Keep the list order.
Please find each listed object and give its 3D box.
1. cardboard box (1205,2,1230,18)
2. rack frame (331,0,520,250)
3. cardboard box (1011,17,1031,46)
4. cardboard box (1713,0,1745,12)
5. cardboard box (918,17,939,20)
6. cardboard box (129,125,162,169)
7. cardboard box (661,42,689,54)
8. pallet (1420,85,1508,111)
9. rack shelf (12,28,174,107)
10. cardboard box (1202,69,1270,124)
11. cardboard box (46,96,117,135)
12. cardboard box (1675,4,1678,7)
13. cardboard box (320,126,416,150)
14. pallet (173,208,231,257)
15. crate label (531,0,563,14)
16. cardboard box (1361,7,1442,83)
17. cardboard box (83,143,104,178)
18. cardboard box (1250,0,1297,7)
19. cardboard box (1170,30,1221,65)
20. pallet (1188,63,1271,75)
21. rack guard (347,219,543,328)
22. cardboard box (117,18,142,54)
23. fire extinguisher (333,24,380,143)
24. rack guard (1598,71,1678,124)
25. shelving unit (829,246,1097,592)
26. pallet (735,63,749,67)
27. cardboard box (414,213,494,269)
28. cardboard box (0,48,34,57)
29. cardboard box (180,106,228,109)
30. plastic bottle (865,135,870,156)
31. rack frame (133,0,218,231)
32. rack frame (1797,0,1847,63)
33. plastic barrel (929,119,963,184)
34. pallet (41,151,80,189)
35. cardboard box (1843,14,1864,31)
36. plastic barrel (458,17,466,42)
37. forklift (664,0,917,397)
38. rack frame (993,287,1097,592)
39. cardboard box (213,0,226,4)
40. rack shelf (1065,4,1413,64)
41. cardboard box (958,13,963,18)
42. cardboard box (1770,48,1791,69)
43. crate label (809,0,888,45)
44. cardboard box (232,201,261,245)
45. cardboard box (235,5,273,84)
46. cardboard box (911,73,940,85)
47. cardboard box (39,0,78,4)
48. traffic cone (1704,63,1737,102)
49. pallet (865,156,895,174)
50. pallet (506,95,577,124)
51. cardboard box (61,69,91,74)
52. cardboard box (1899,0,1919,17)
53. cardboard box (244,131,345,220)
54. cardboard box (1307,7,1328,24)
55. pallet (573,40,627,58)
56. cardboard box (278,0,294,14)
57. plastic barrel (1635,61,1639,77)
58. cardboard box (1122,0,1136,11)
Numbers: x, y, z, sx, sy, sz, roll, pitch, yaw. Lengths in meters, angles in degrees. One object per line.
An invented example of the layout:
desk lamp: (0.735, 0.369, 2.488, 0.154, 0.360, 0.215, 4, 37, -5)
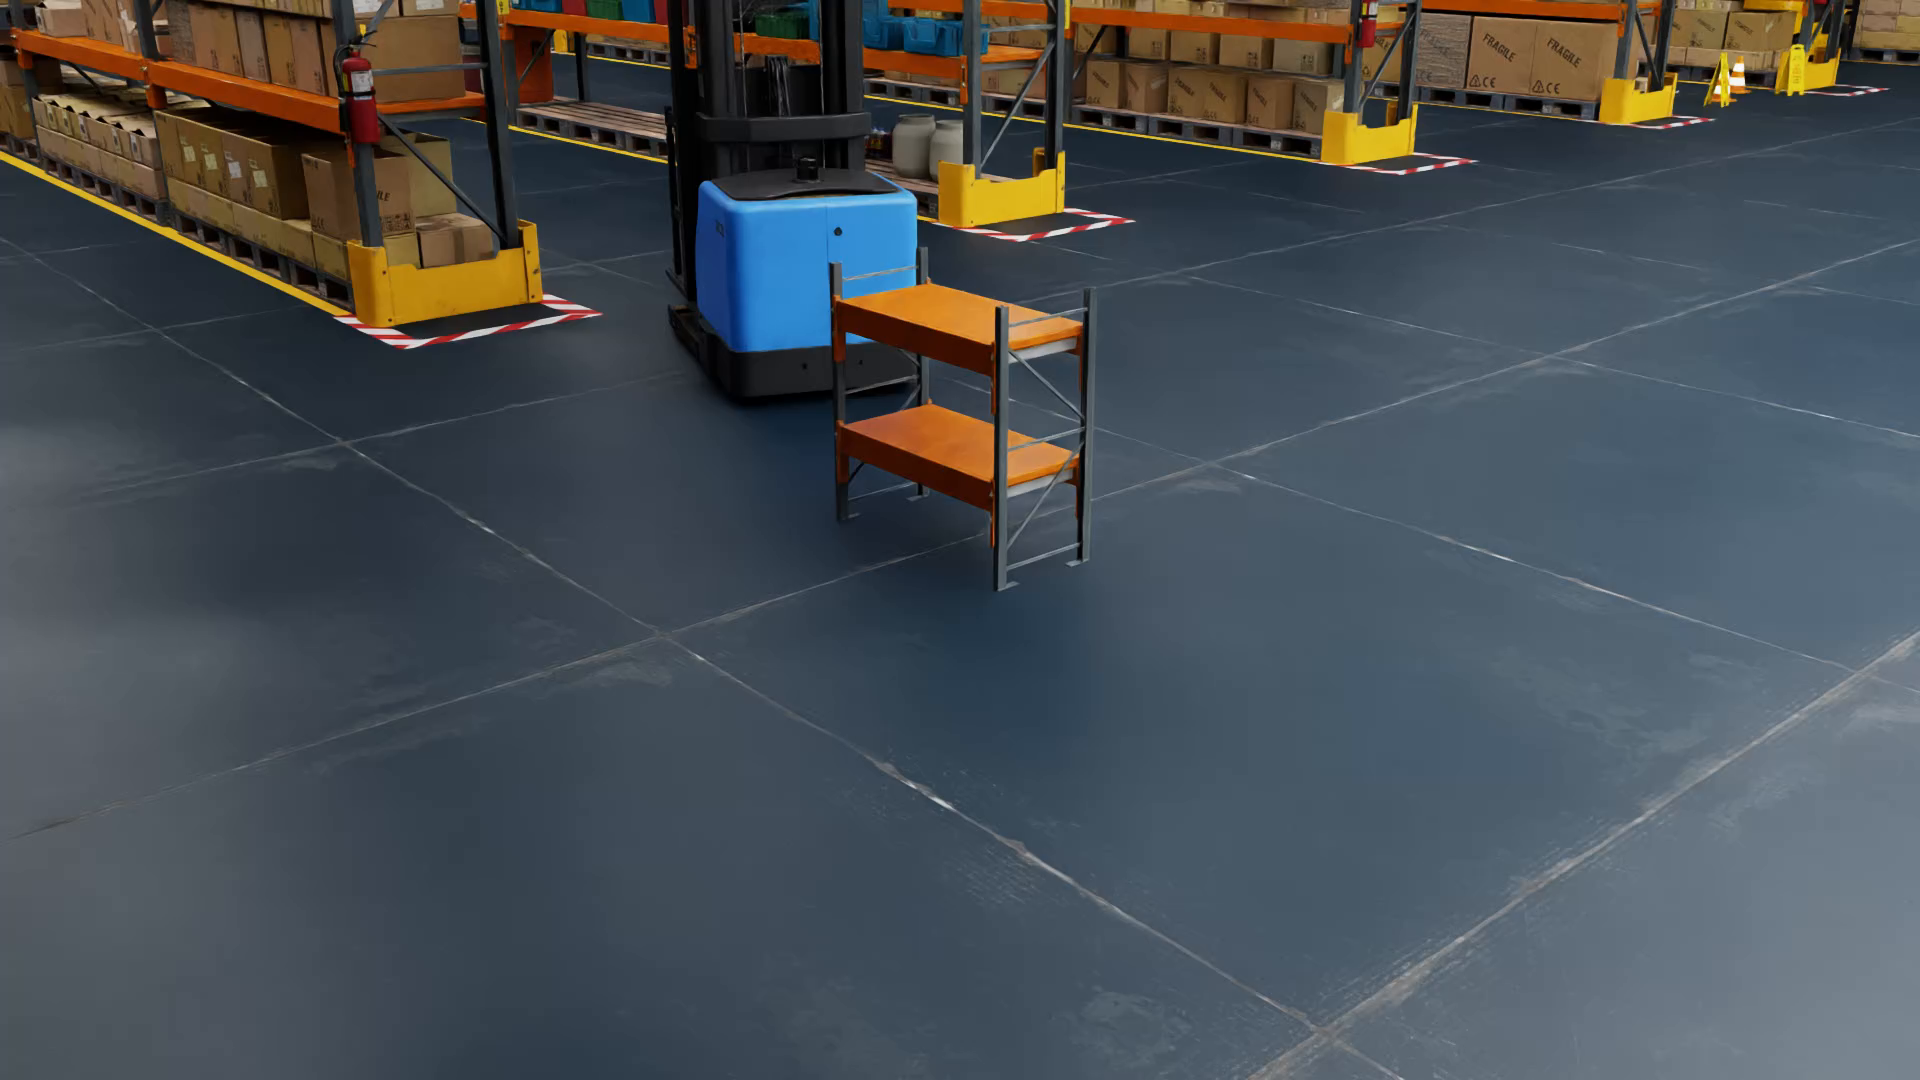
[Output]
cardboard box: (2.789, -5.562, 17.416, 0.380, 0.149, 0.250, -17, 27, -37)
rack frame: (-3.317, -2.903, 10.282, 1.000, 3.000, 0.127, -17, 27, -37)
cardboard box: (1.161, -8.205, 26.672, 0.500, 0.500, 0.500, -17, 27, -37)
cardboard box: (10.687, -7.430, 23.118, 0.380, 0.149, 0.250, -16, 27, -36)
cardboard box: (-0.571, -6.682, 21.728, 0.500, 0.250, 0.500, -16, 27, -35)
cardboard box: (-6.409, -3.228, 13.538, 0.500, 0.311, 0.500, -17, 27, -37)
cardboard box: (-4.013, -7.983, 25.590, 0.875, 0.875, 0.875, -17, 27, -37)
pallet: (6.641, -5.653, 21.129, 1.003, 0.211, 1.213, -17, 27, -37)
rack shelf: (-7.233, -4.225, 14.646, 1.077, 0.370, 4.000, -17, 27, -37)
cardboard box: (2.985, -4.802, 17.984, 0.500, 0.500, 0.500, -14, 26, -33)
cardboard box: (-8.070, -3.932, 15.334, 0.500, 0.311, 0.500, -18, 28, -39)
cardboard box: (10.344, -7.608, 24.462, 0.500, 0.500, 0.500, -16, 26, -35)
cardboard box: (-4.162, -2.641, 11.780, 0.500, 0.500, 0.500, -17, 27, -37)
pallet: (-5.440, -2.480, 13.026, 1.003, 0.211, 1.213, -17, 27, -37)
crate label: (-4.340, -5.969, 18.061, 0.502, 0.435, 0.616, -17, 27, -37)
cardboard box: (5.761, -6.534, 21.890, 0.875, 0.875, 0.875, -17, 27, -37)
cardboard box: (-7.412, -3.391, 14.723, 0.500, 0.250, 0.500, -17, 27, -36)
cardboard box: (3.435, -5.713, 16.912, 0.875, 0.500, 0.500, -17, 27, -37)
cardboard box: (3.695, -7.341, 24.122, 1.050, 0.750, 0.750, -17, 27, -37)
pallet: (4.042, -6.752, 23.933, 1.003, 0.211, 1.213, -17, 27, -37)
rack guard: (-3.301, -1.732, 10.721, 1.175, 0.500, 0.348, -17, 27, -37)
cardboard box: (-6.641, -4.144, 13.637, 0.396, 0.266, 0.258, -18, 28, -39)
fire extinguisher: (-3.591, -2.723, 9.930, 0.296, 0.674, 0.183, -17, 27, -37)
rack guard: (8.030, -5.242, 19.683, 1.175, 0.500, 0.348, -17, 27, -37)
shelving unit: (-0.004, -0.526, 6.784, 0.538, 1.125, 1.048, -17, 27, -37)
pallet: (-3.082, -7.082, 24.775, 1.003, 0.211, 1.213, -17, 27, -37)
cardboard box: (-3.498, -2.019, 11.220, 0.500, 0.250, 0.500, -17, 27, -37)
cardboard box: (-10.038, -5.002, 17.437, 0.500, 0.250, 0.500, -18, 28, -38)
cardboard box: (-6.670, -3.640, 14.590, 0.500, 0.311, 0.500, -19, 28, -39)
plastic bottle: (-0.863, -3.708, 15.571, 0.097, 0.201, 0.097, 0, 21, 0)
rack frame: (-5.928, -4.008, 13.104, 1.000, 3.000, 0.127, -17, 27, -37)
rack frame: (11.698, -7.619, 22.324, 1.000, 3.000, 0.127, -17, 27, -37)
plastic barrel: (-0.049, -3.282, 14.085, 0.421, 0.512, 0.421, 0, 21, 0)
pallet: (-8.031, -3.578, 15.829, 1.003, 0.211, 1.213, -17, 27, -37)
cardboard box: (14.229, -8.289, 26.542, 0.500, 0.250, 0.500, -18, 28, -39)
plastic barrel: (-6.590, -6.265, 21.167, 0.600, 0.901, 0.708, -17, 27, -37)
forklift: (-1.163, -2.619, 9.652, 1.130, 2.935, 3.031, -7, 22, -17)
rack frame: (0.327, -0.385, 6.425, 0.500, 1.125, 0.032, -17, 27, -37)
cardboard box: (-5.055, -3.881, 11.753, 0.380, 0.149, 0.250, -18, 28, -39)
rack shelf: (2.885, -5.477, 17.842, 1.077, 0.370, 4.000, -17, 27, -37)
cardboard box: (0.113, -9.018, 28.412, 0.380, 0.149, 0.250, -16, 27, -35)
cardboard box: (11.381, -6.823, 23.486, 0.500, 0.250, 0.500, -18, 28, -38)
crate label: (-0.968, -4.541, 14.417, 0.502, 0.435, 0.616, -17, 27, -37)
cardboard box: (-4.879, -2.307, 11.956, 0.500, 0.250, 0.500, -17, 27, -37)
cardboard box: (-4.624, -3.508, 11.691, 0.700, 0.500, 0.500, -16, 27, -36)
cardboard box: (-0.207, -6.181, 21.475, 0.500, 0.500, 0.700, 20, 29, 41)
cardboard box: (-8.334, -4.961, 15.658, 0.500, 0.311, 0.500, -15, 26, -34)
traffic cone: (9.821, -5.891, 21.391, 0.336, 0.463, 0.334, -17, 27, -37)
pallet: (-0.965, -3.355, 15.260, 1.003, 0.211, 1.213, -17, 27, -37)
pallet: (-5.330, -5.201, 19.972, 1.003, 0.211, 1.213, -17, 27, -37)
cardboard box: (-9.634, -4.774, 17.883, 0.500, 0.500, 0.500, -19, 28, -39)
cardboard box: (14.919, -8.235, 25.721, 0.500, 0.250, 0.500, -16, 27, -36)
cardboard box: (-4.556, -2.517, 11.464, 0.500, 0.500, 0.500, -17, 27, -37)
cardboard box: (3.685, -5.242, 16.598, 0.380, 0.149, 0.250, -17, 27, -37)
pallet: (-5.672, -8.180, 27.579, 1.003, 0.211, 1.213, -17, 27, -37)
cardboard box: (-4.212, -3.524, 10.842, 0.380, 0.149, 0.250, -17, 27, -37)
plastic barrel: (9.203, -6.630, 23.330, 0.512, 0.421, 0.421, 0, 21, -1)
cardboard box: (2.000, -5.916, 18.319, 0.380, 0.149, 0.250, -17, 27, -37)
